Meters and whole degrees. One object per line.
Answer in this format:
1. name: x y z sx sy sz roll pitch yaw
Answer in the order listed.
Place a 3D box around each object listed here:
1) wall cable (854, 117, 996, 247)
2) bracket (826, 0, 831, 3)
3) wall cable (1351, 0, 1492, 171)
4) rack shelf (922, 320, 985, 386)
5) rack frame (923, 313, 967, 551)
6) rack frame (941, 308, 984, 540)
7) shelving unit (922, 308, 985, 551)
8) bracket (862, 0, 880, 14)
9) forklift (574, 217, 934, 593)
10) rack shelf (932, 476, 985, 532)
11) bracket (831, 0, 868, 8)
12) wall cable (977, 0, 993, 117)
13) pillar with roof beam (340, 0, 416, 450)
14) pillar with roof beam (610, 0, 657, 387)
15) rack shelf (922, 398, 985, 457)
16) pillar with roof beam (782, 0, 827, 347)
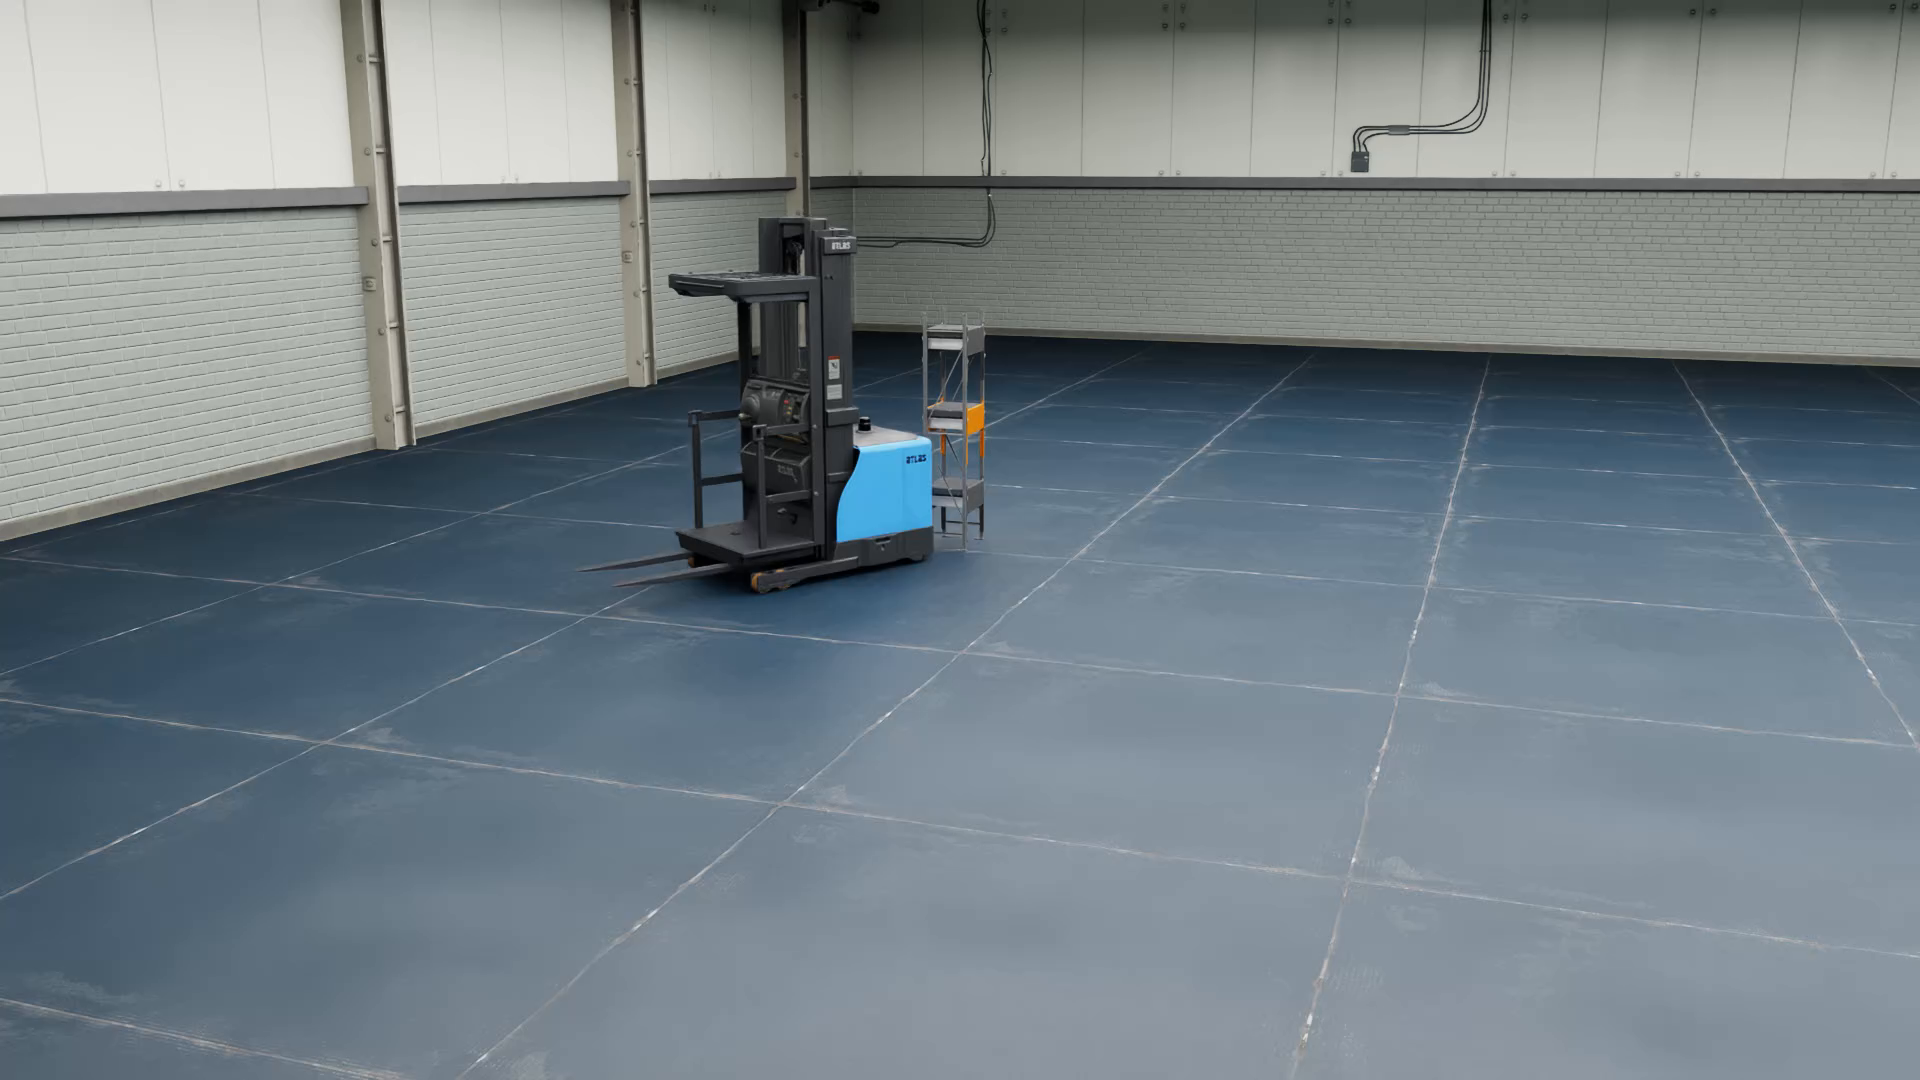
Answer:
1. wall cable: -0.777 -7.061 32.941 3.097 2.526 0.112 4 14 18
2. bracket: -2.512 -9.866 30.165 0.235 0.232 0.430 4 14 18
3. wall cable: 8.200 -9.546 29.207 2.305 6.003 0.169 4 14 18
4. rack shelf: -0.054 -1.658 14.711 0.431 0.518 0.480 4 14 18
5. rack frame: -0.133 -0.937 14.639 0.400 2.100 0.015 4 14 18
6. rack frame: 0.025 -1.040 15.089 0.400 2.100 0.015 4 14 18
7. shelving unit: -0.054 -0.989 14.864 0.431 2.100 0.503 4 14 18
8. bracket: -1.745 -10.365 32.351 0.235 0.232 0.430 4 14 18
9. forklift: -1.690 -1.131 13.619 3.031 2.935 1.130 -10 16 -38
10. rack shelf: -0.054 -0.293 15.022 0.431 0.518 0.480 4 14 18
11. bracket: -1.936 -10.241 31.806 0.076 0.066 3.189 4 14 18
12. wall cable: 1.782 -9.328 31.525 3.097 2.526 0.112 4 14 18
13. pillar with roof beam: -2.791 -5.213 17.867 9.100 9.000 0.400 4 14 18
14. pillar with roof beam: -0.850 -6.476 23.402 9.100 9.000 0.400 4 14 18
15. rack shelf: -0.054 -0.976 14.867 0.431 0.518 0.480 4 14 18
16. pillar with roof beam: 1.092 -7.740 28.937 9.100 9.000 0.548 4 14 18
